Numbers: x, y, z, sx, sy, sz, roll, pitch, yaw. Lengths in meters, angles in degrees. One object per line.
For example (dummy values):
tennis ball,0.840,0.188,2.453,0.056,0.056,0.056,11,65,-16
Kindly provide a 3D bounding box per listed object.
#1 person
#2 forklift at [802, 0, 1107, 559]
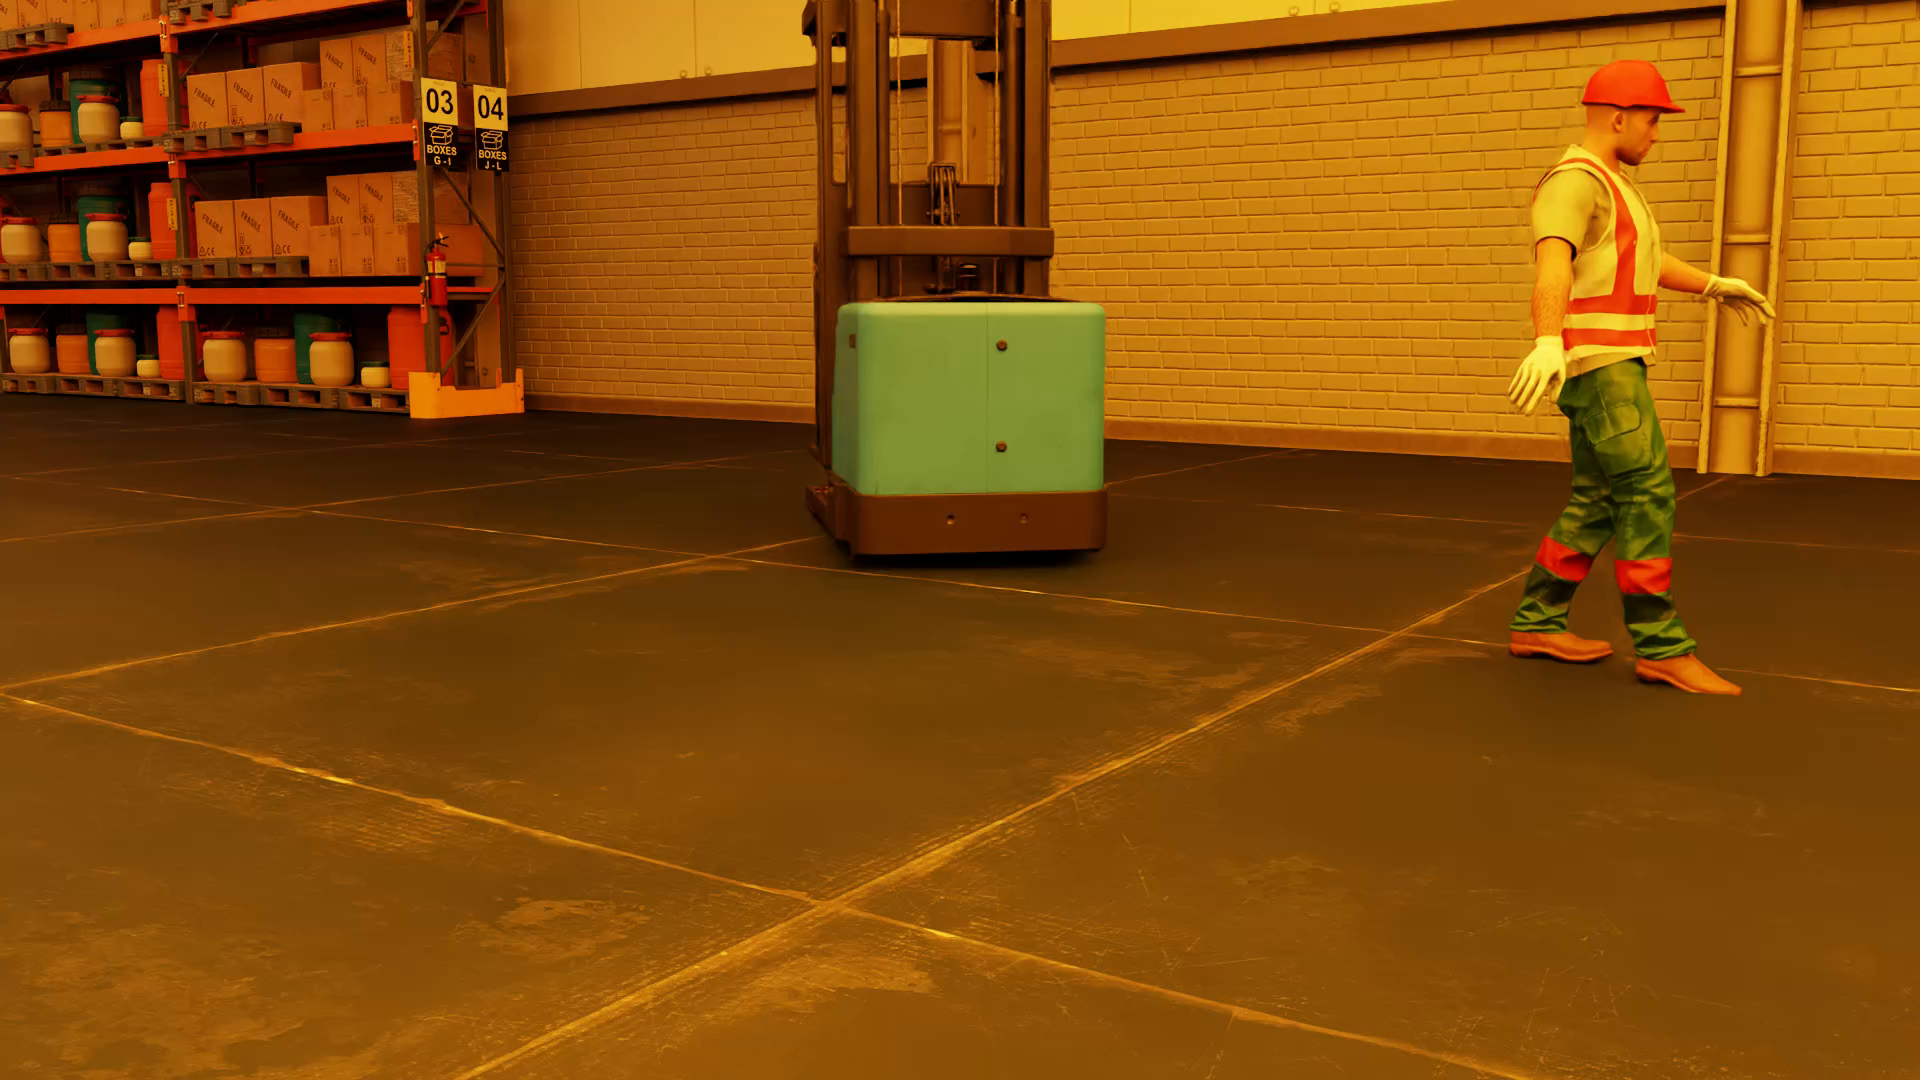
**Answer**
person,1.939,-0.469,4.761,0.698,1.781,1.031,5,10,33
forklift,-0.168,-1.540,8.022,1.130,2.935,3.031,-2,8,-11
